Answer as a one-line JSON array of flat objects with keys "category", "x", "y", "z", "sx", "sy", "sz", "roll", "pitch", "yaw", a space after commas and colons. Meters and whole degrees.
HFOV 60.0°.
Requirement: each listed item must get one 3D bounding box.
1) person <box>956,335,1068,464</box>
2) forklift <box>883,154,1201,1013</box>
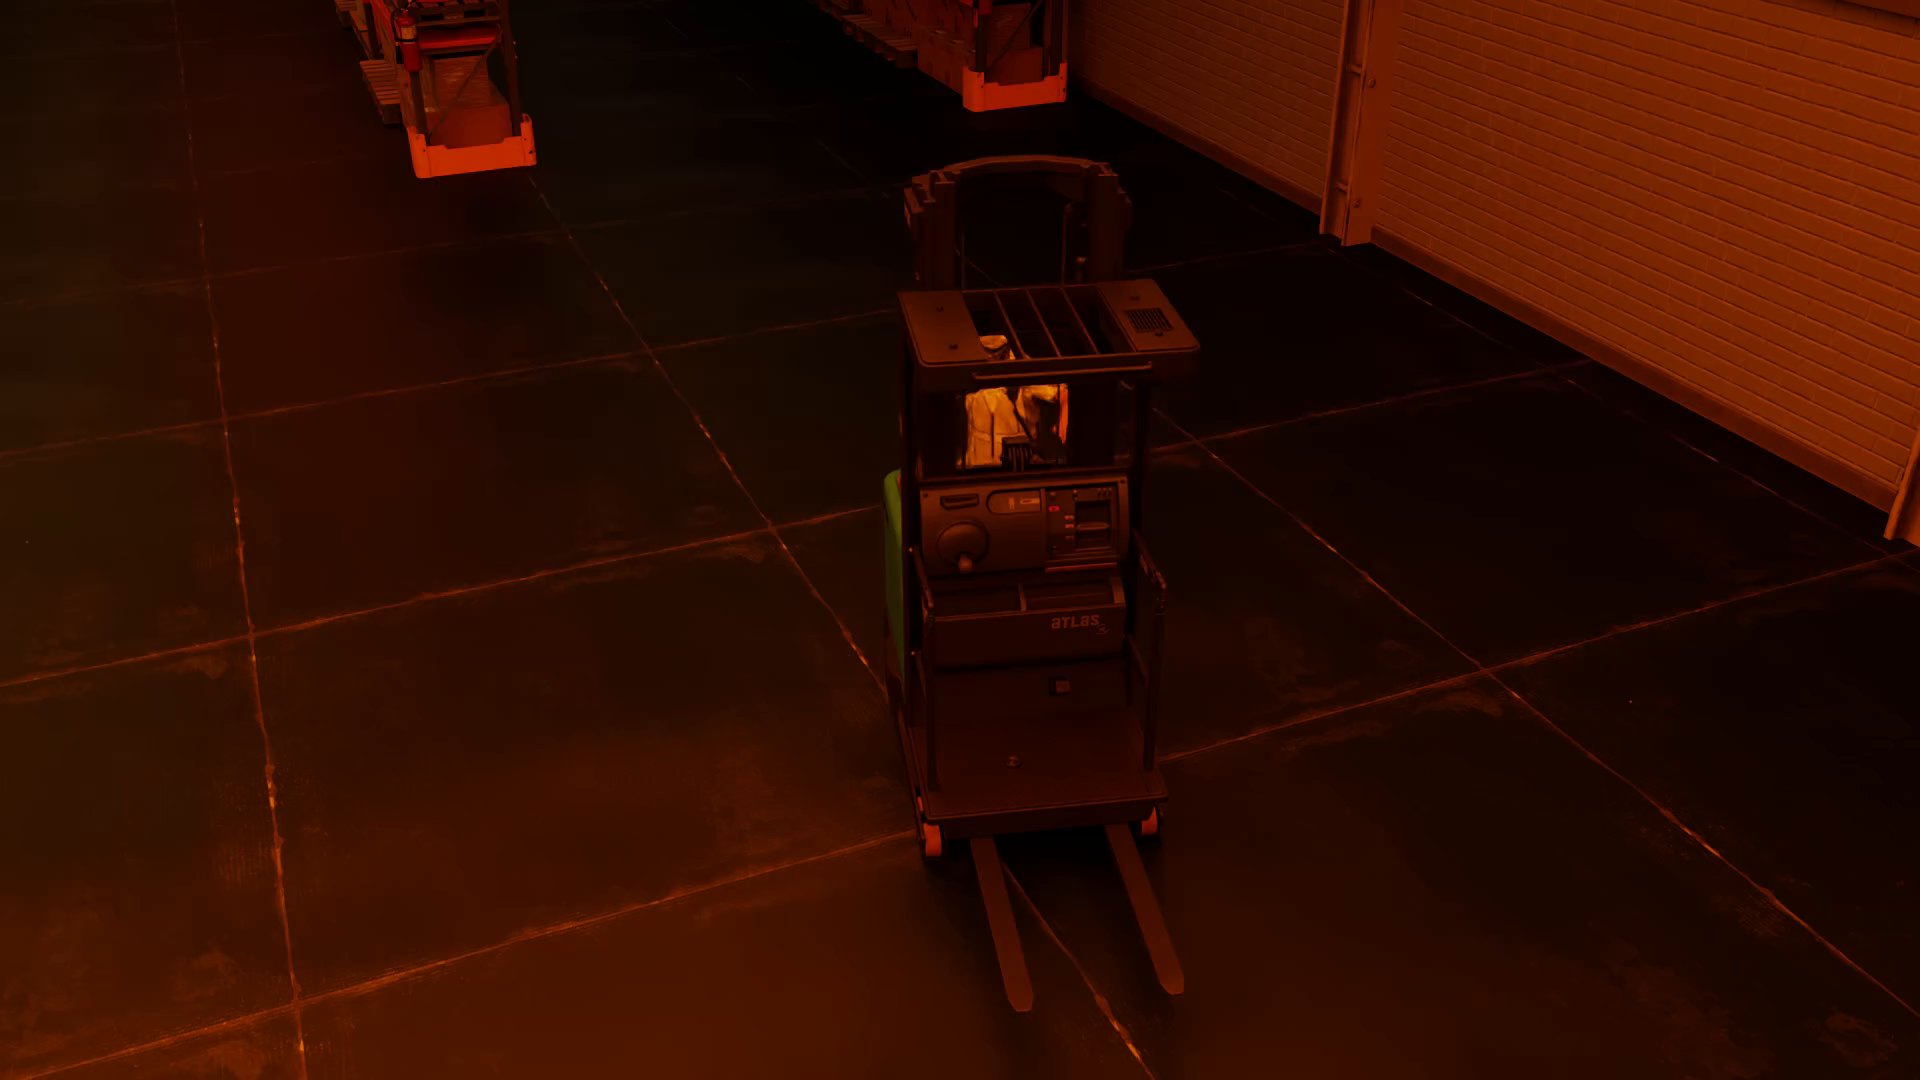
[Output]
[{"category": "person", "x": 0.219, "y": -0.474, "z": 9.366, "sx": 1.154, "sy": 1.519, "sz": 0.742, "roll": 11, "pitch": 31, "yaw": 18}, {"category": "forklift", "x": 0.322, "y": -0.021, "z": 7.156, "sx": 1.130, "sy": 2.935, "sz": 3.031, "roll": -4, "pitch": 30, "yaw": -7}]
